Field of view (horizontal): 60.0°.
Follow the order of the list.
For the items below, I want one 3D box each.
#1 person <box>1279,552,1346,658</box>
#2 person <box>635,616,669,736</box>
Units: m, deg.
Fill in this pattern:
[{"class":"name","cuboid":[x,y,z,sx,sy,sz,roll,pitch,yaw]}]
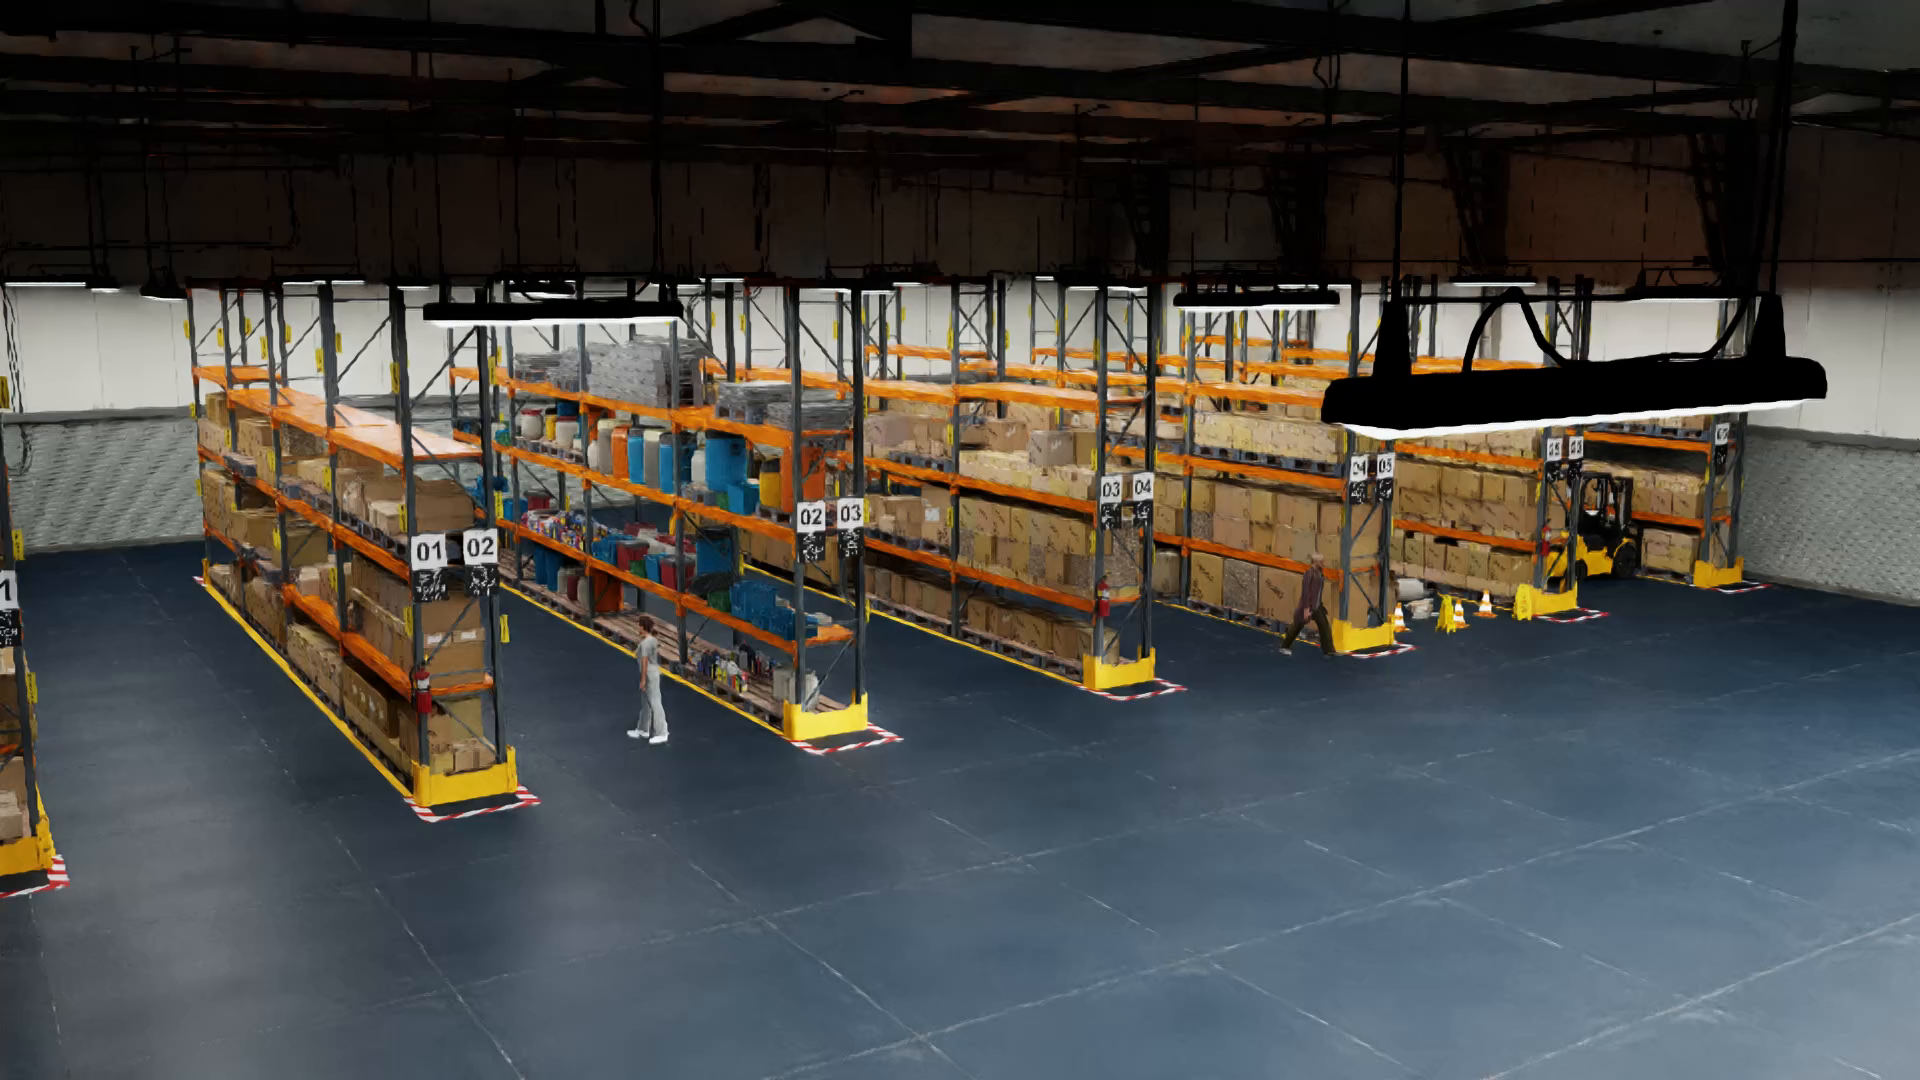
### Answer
[{"class":"person","cuboid":[5.637,1.045,26.620,1.036,1.734,0.635,8,12,38]},{"class":"person","cuboid":[-4.104,1.788,22.071,0.439,1.603,0.536,-1,10,-6]}]
